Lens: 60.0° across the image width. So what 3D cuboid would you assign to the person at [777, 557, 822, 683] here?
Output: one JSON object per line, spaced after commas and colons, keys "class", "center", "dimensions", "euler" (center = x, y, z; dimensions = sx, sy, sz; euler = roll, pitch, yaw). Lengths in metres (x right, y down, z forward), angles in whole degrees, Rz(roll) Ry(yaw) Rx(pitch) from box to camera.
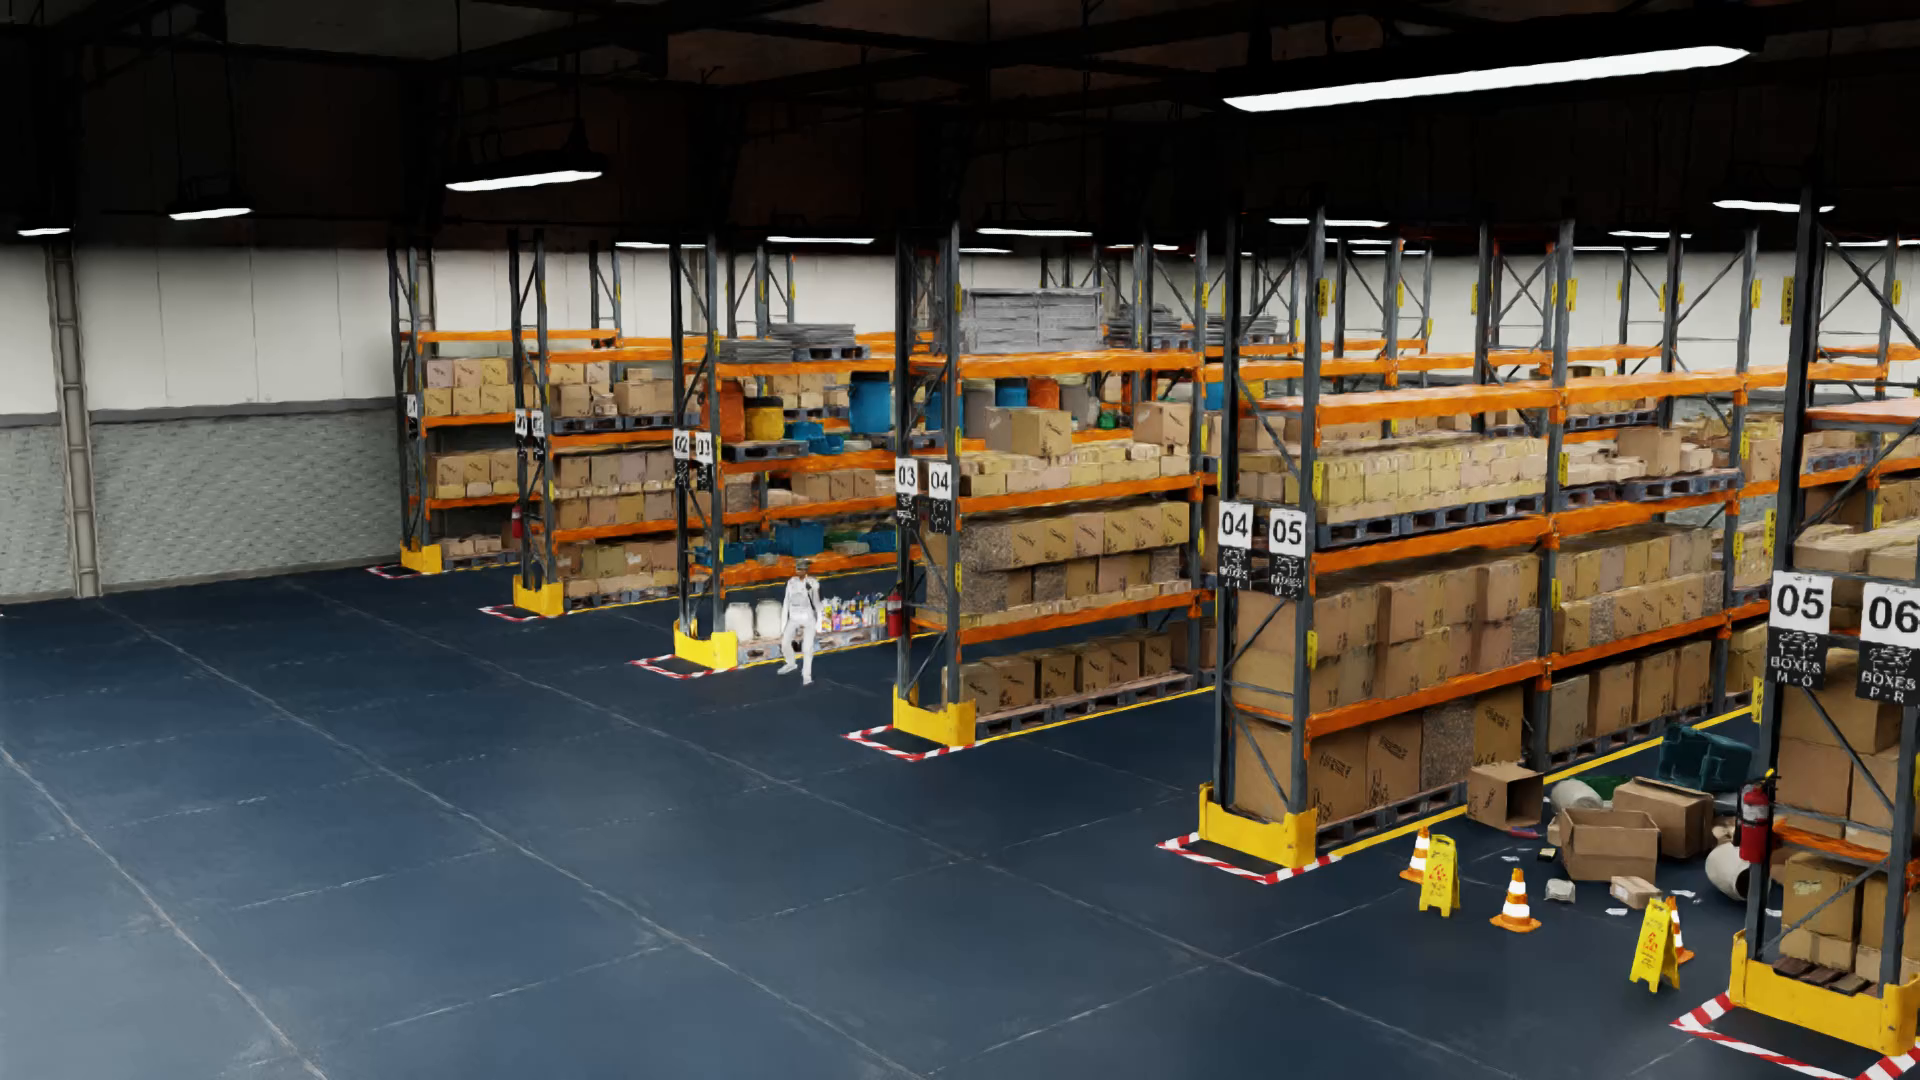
{"class": "person", "center": [-2.115, 1.026, 21.686], "dimensions": [0.657, 1.662, 0.499], "euler": [2, 9, 10]}
